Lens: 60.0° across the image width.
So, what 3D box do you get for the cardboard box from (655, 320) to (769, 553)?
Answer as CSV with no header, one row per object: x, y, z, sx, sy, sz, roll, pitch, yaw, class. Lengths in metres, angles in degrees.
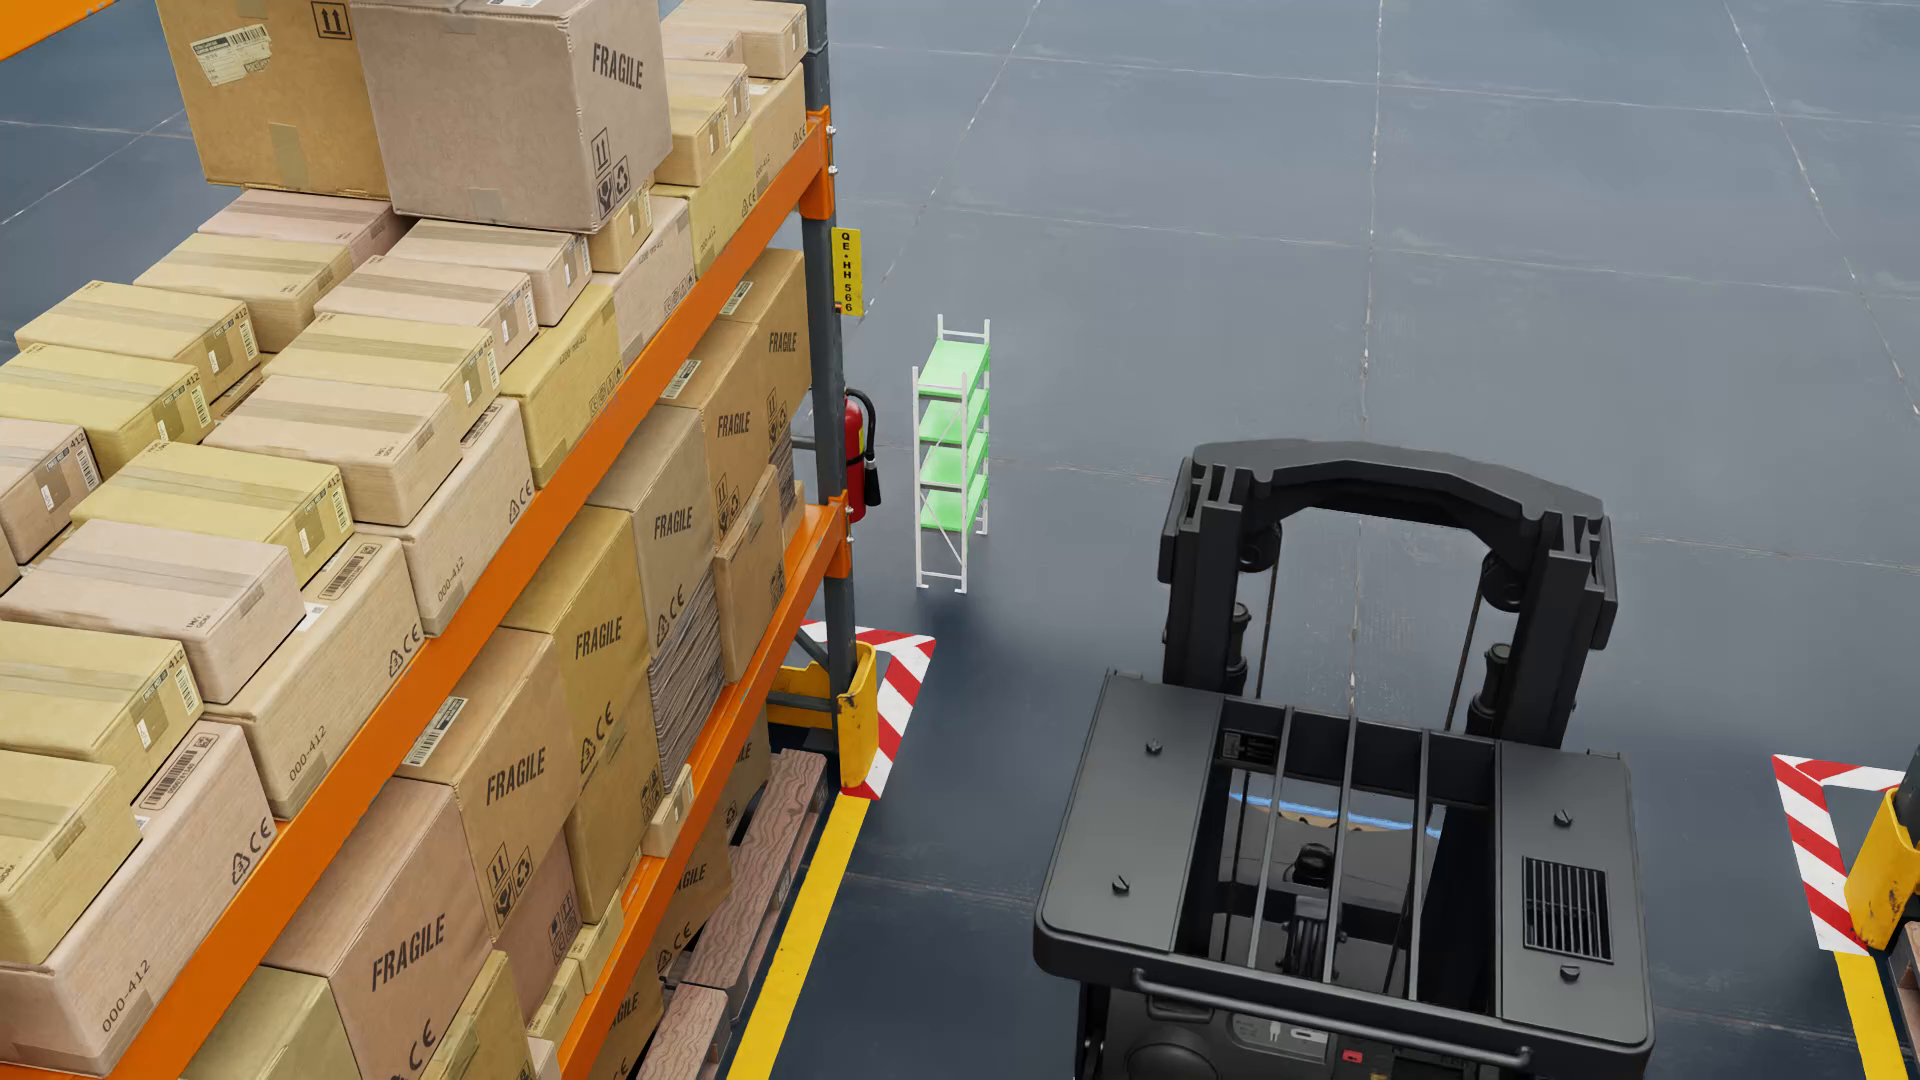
-0.901,-0.334,4.964,0.500,0.500,0.500,7,37,10,cardboard box

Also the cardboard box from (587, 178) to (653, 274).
-0.963,-0.774,3.994,0.380,0.149,0.250,6,36,8,cardboard box

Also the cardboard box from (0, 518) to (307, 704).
-1.338,0.114,2.769,0.380,0.149,0.250,8,37,10,cardboard box

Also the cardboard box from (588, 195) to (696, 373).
-1.000,-0.668,4.188,0.500,0.250,0.500,8,37,11,cardboard box

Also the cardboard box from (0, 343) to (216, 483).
-1.714,-0.243,3.261,0.380,0.149,0.250,9,37,12,cardboard box

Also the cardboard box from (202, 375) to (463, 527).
-1.186,-0.174,3.165,0.380,0.149,0.250,7,36,9,cardboard box

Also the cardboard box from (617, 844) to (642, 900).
-1.122,0.897,4.671,0.380,0.149,0.250,7,37,10,cardboard box

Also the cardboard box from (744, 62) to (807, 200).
-0.778,-1.247,4.987,0.500,0.250,0.500,8,37,11,cardboard box

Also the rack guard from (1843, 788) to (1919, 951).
3.945,1.281,6.057,1.175,0.500,0.348,7,37,10,rack guard

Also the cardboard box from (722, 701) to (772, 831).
-1.073,0.796,6.368,0.500,0.500,0.500,14,38,19,cardboard box

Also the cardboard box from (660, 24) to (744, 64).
-0.848,-1.384,4.836,0.380,0.149,0.250,6,36,8,cardboard box

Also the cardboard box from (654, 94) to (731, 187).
-0.830,-1.067,4.398,0.380,0.149,0.250,8,37,10,cardboard box

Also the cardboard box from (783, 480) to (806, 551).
-0.783,-0.111,6.061,0.380,0.149,0.250,7,37,10,cardboard box

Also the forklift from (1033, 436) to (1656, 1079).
0.767,1.362,3.874,1.130,2.935,3.031,9,37,12,forklift

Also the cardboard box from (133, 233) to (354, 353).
-1.571,-0.546,3.680,0.380,0.149,0.250,6,36,8,cardboard box

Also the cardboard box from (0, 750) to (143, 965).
-1.407,0.428,2.335,0.380,0.149,0.250,6,36,9,cardboard box

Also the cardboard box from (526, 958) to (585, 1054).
-1.195,1.188,4.269,0.380,0.149,0.250,7,37,10,cardboard box

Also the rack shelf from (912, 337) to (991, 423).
-0.035,-0.728,7.523,0.258,0.148,0.480,7,37,10,rack shelf

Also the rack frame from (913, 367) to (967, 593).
-0.087,-0.251,7.574,0.240,1.200,0.015,7,37,10,rack frame

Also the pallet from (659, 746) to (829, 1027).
-1.148,1.232,6.370,1.003,0.211,1.213,7,37,10,pallet

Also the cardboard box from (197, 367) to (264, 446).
-1.710,-0.148,3.469,0.500,0.250,0.500,7,37,10,cardboard box

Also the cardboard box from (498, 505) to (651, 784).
-1.125,0.238,4.175,0.500,0.500,0.500,7,37,10,cardboard box

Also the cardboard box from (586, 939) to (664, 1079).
-1.320,1.500,5.397,0.500,0.500,0.500,11,37,14,cardboard box

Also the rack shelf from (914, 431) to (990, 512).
-0.035,-0.339,7.804,0.258,0.148,0.480,7,37,10,rack shelf

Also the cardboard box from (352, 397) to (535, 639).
-1.207,-0.076,3.370,0.500,0.250,0.500,6,36,8,cardboard box

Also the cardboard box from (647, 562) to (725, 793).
-1.206,0.332,4.897,0.875,0.500,0.500,7,37,10,cardboard box

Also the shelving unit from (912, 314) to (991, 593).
-0.035,-0.391,7.767,0.258,1.200,0.503,7,37,10,shelving unit

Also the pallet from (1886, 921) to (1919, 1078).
3.766,1.863,5.500,1.003,0.211,1.213,7,37,10,pallet

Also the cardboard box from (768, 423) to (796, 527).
-1.068,-0.251,5.702,0.875,0.500,0.500,7,37,10,cardboard box

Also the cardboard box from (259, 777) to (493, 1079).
-1.328,0.813,3.382,0.500,0.500,0.500,7,37,10,cardboard box

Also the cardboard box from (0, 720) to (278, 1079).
-1.432,0.512,2.560,0.500,0.250,0.500,6,36,8,cardboard box

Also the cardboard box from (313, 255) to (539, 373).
-1.144,-0.476,3.583,0.380,0.149,0.250,8,37,11,cardboard box

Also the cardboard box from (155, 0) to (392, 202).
-1.504,-1.163,3.977,0.500,0.500,0.500,7,37,10,cardboard box

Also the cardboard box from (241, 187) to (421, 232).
-1.519,-0.847,4.094,0.380,0.149,0.250,6,36,8,cardboard box

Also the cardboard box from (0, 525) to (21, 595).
-1.875,0.057,2.847,0.380,0.149,0.250,6,36,8,cardboard box

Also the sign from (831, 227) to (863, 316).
-0.386,-0.918,5.704,0.100,0.325,0.005,7,37,10,sign

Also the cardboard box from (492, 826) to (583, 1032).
-1.472,0.899,4.115,0.875,0.500,0.500,7,37,10,cardboard box

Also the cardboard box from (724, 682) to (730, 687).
-0.908,0.323,5.462,0.380,0.149,0.250,7,37,10,cardboard box

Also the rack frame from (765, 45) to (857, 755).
-0.924,-0.402,6.248,1.000,3.000,0.127,7,37,10,rack frame

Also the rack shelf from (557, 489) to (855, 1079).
-1.351,1.036,4.878,1.077,0.370,4.000,7,37,10,rack shelf
